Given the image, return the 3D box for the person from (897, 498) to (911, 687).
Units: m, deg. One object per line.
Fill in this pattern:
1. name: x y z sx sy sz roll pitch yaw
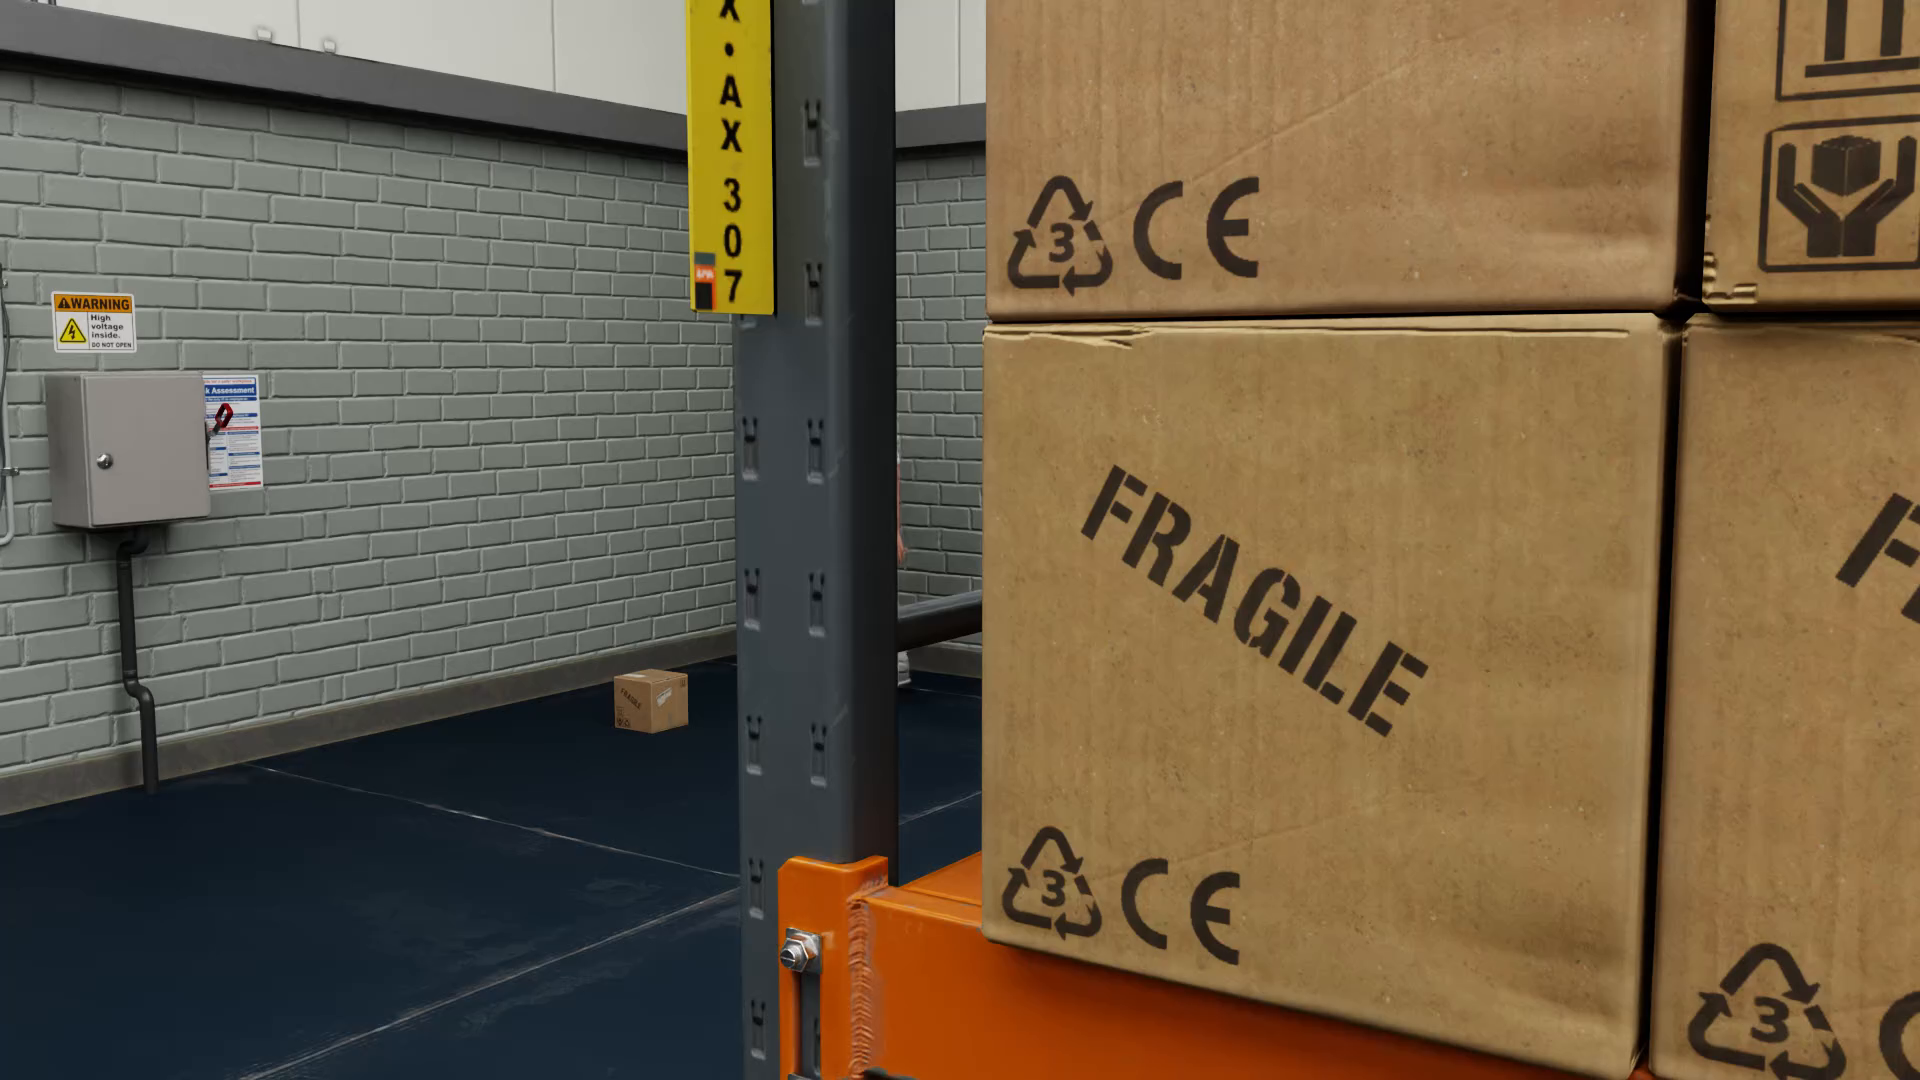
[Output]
1. person: -0.610 -0.043 8.551 0.804 1.756 0.558 -3 7 -29
